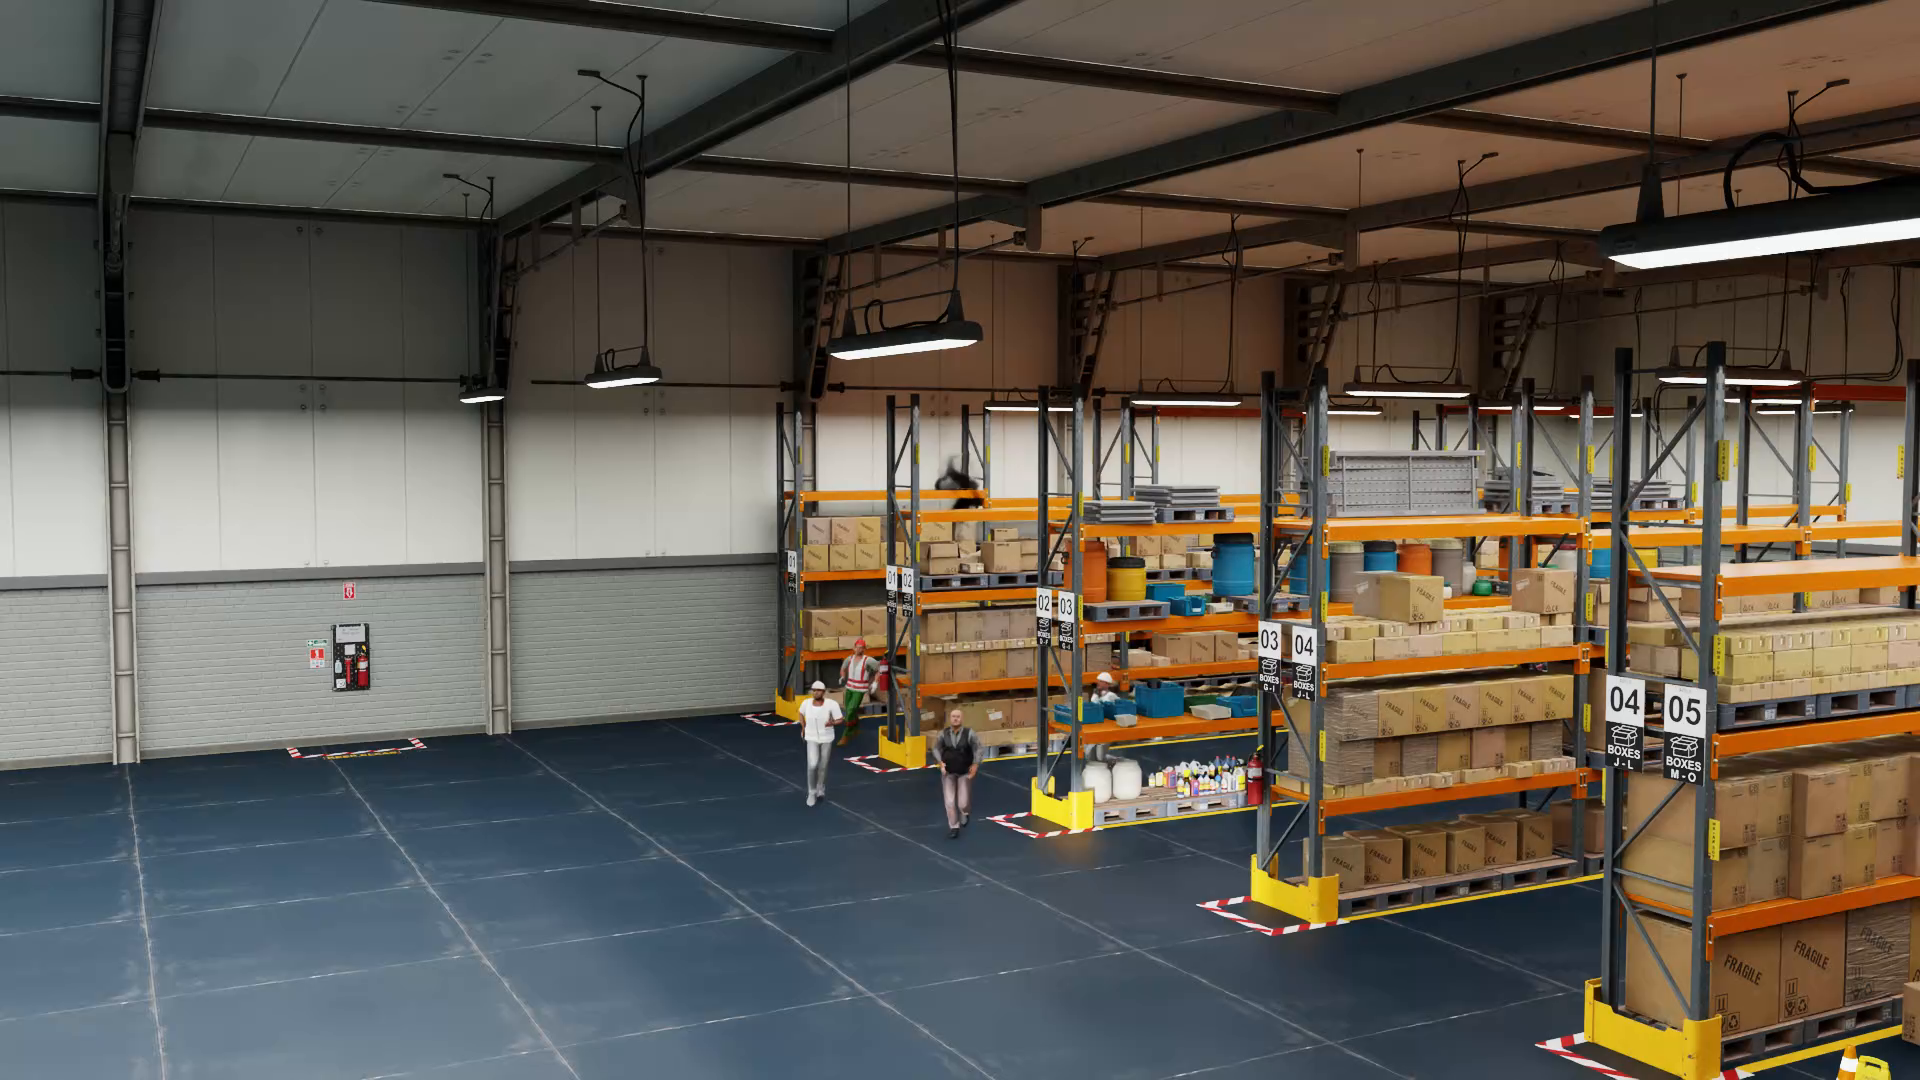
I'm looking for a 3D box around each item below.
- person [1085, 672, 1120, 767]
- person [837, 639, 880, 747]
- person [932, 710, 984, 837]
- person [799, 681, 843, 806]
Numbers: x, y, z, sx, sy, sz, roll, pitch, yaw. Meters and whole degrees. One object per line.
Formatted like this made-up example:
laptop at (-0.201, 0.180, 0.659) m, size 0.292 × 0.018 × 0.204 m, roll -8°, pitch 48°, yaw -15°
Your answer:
person at (2.174, 2.872, 25.285) m, size 0.647 × 1.723 × 0.661 m, roll -3°, pitch 4°, yaw -40°
person at (-1.756, 2.588, 28.406) m, size 0.720 × 1.806 × 0.783 m, roll 2°, pitch 4°, yaw 31°
person at (-0.029, 3.077, 22.058) m, size 0.686 × 1.674 × 0.608 m, roll 0°, pitch 3°, yaw 5°
person at (-2.020, 2.941, 24.063) m, size 0.661 × 1.825 × 0.749 m, roll 0°, pitch 3°, yaw -1°
